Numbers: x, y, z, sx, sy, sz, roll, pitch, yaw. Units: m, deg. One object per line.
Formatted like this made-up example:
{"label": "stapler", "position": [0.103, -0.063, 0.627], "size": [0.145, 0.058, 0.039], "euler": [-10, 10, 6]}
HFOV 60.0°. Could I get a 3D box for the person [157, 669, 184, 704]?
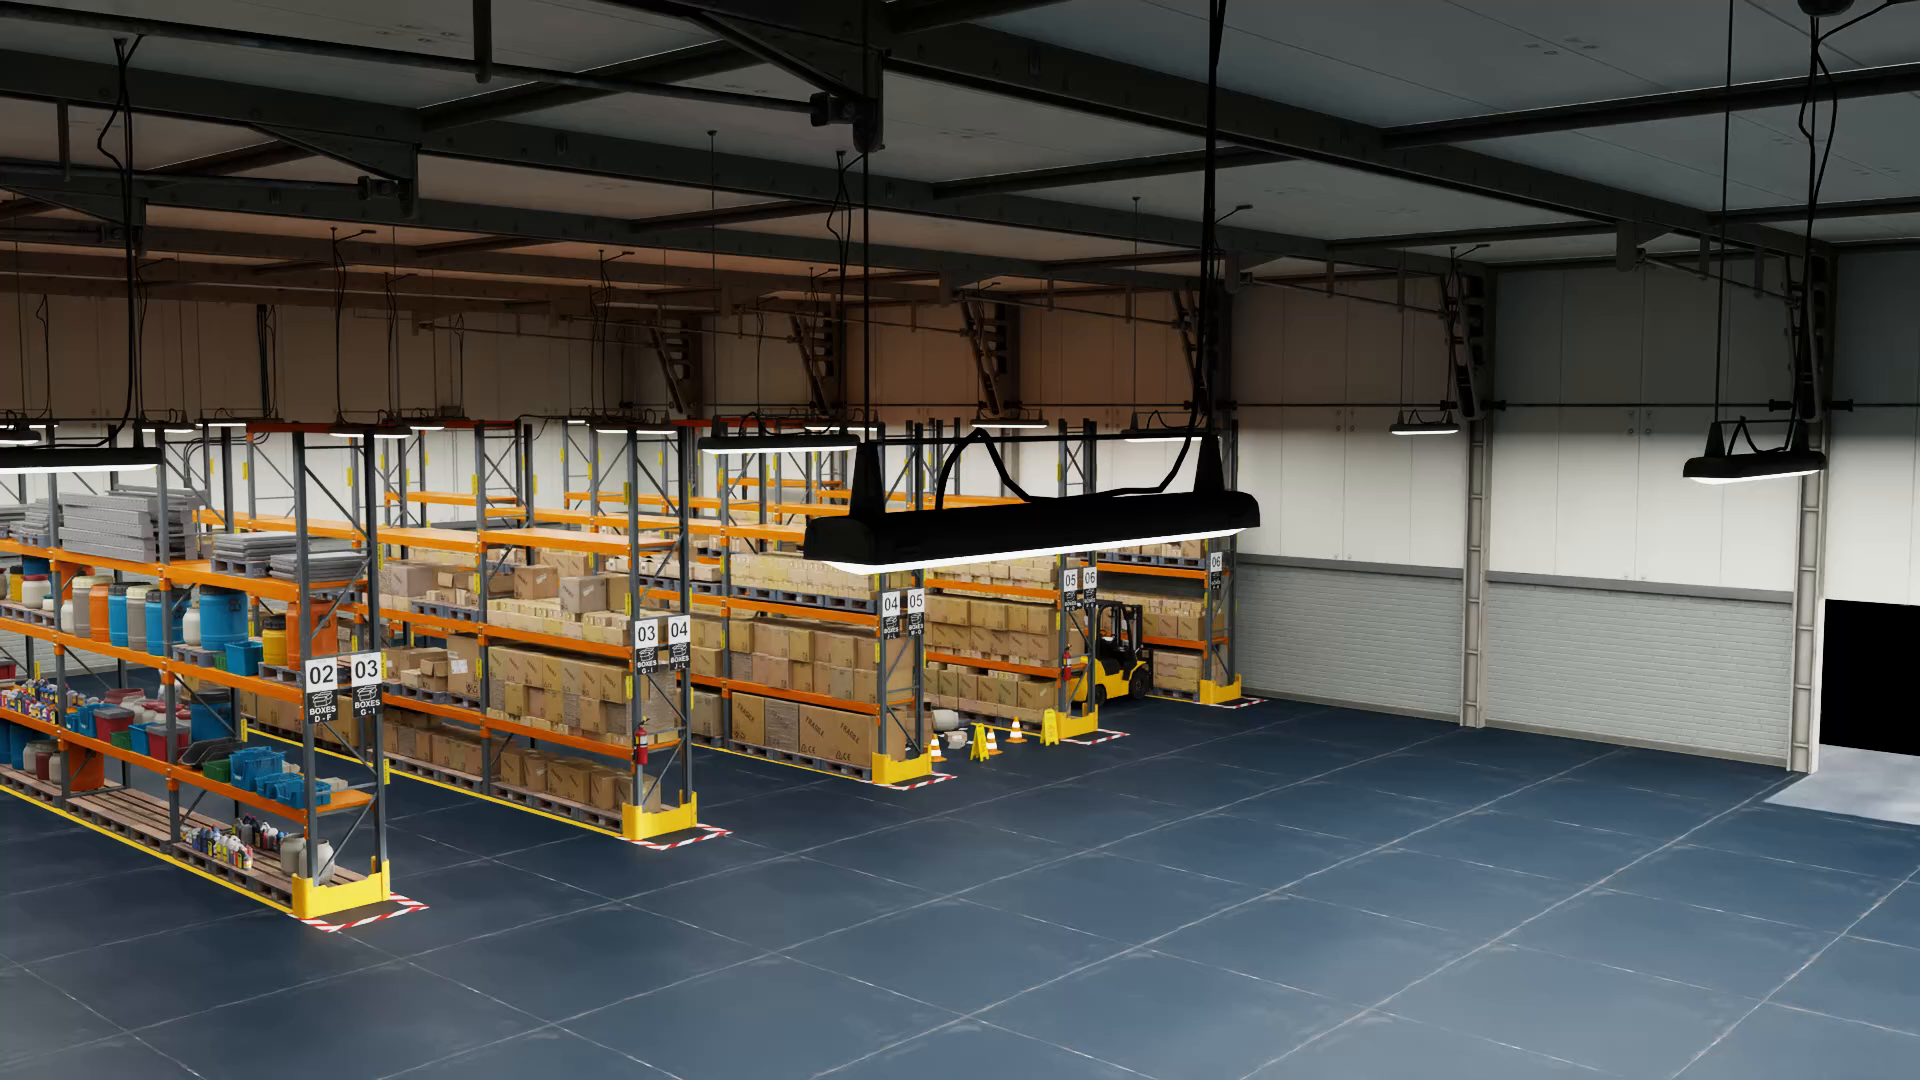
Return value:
{"label": "person", "position": [-15.143, 2.818, 32.015], "size": [0.519, 1.779, 0.601], "euler": [2, 5, 20]}
